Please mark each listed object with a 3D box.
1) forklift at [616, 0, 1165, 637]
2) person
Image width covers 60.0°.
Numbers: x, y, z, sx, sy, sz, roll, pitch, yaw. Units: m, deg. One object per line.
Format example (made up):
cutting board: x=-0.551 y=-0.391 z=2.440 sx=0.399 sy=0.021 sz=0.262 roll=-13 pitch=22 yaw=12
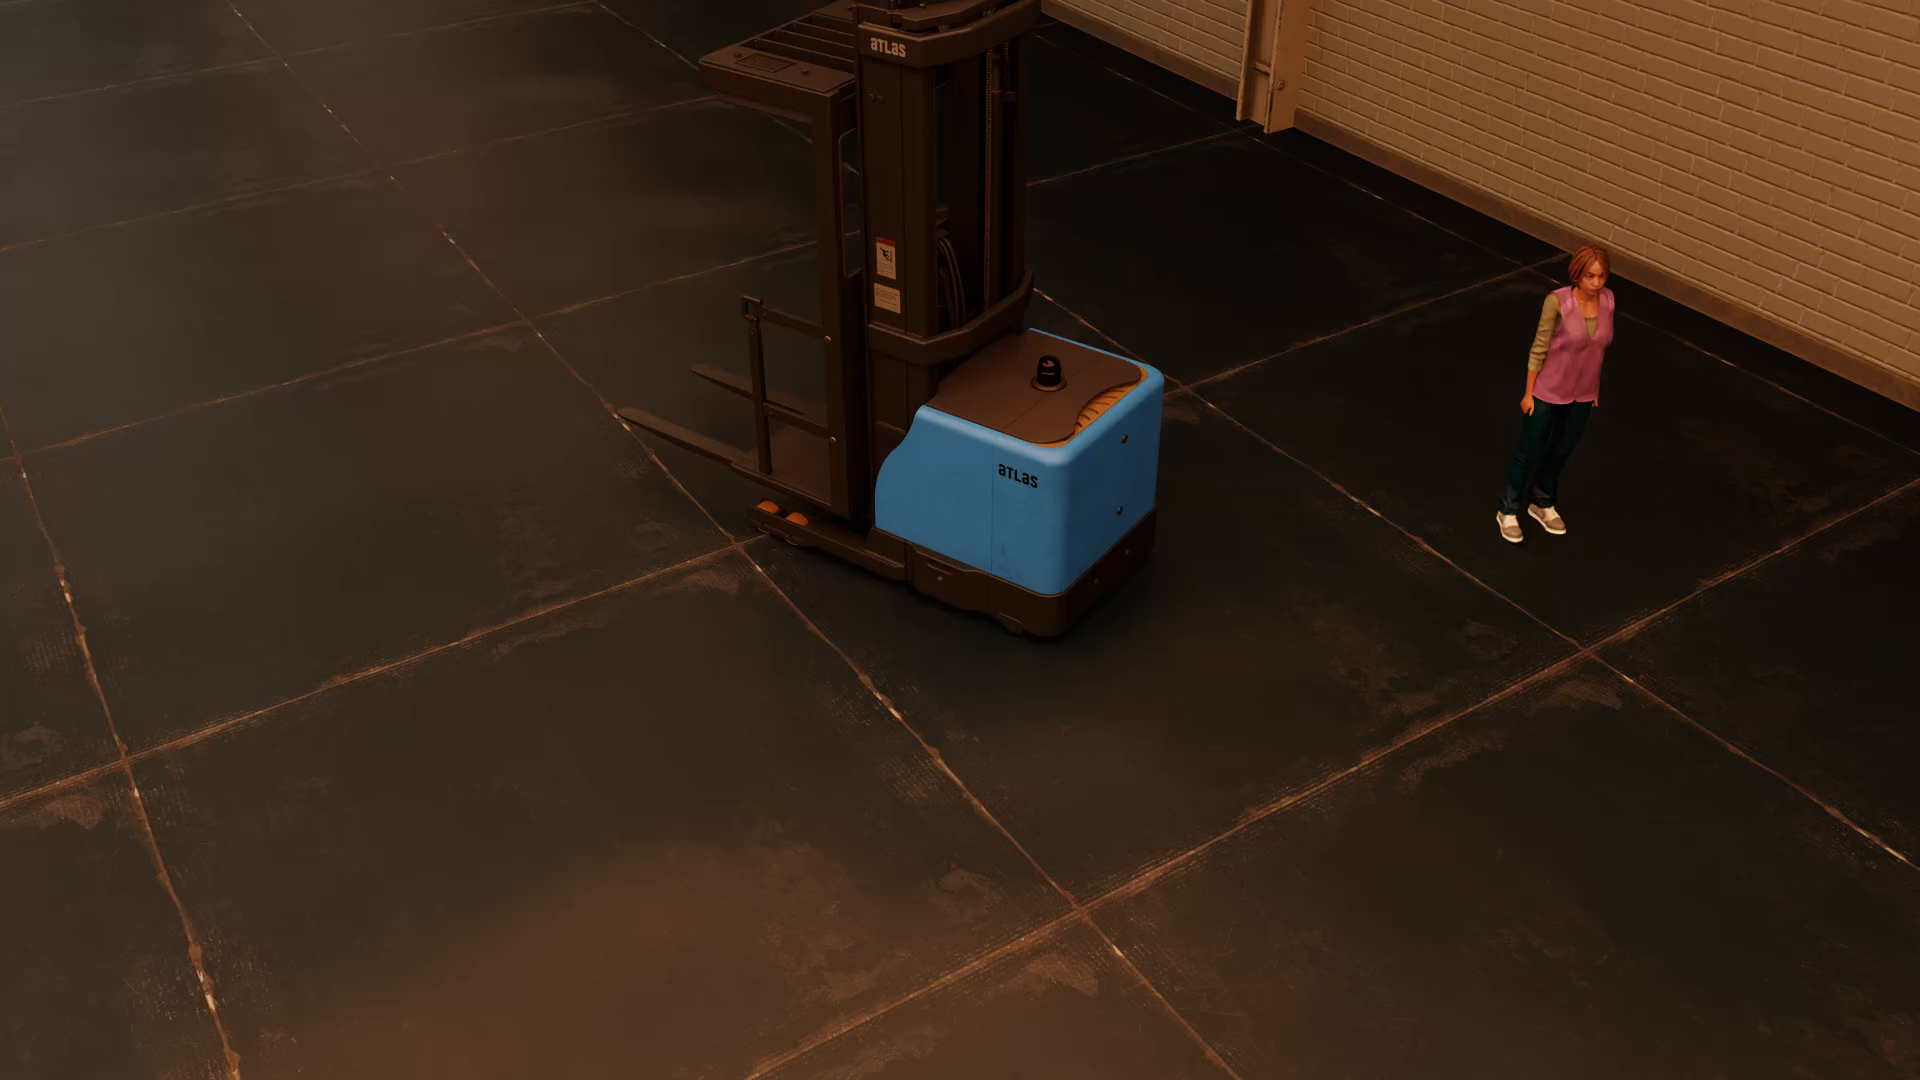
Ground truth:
forklift: x=-0.500 y=-1.399 z=8.138 sx=3.031 sy=2.935 sz=1.130 roll=22 pitch=41 yaw=28
person: x=3.021 y=-0.721 z=8.358 sx=0.415 sy=1.574 sz=0.316 roll=-7 pitch=36 yaw=-10
